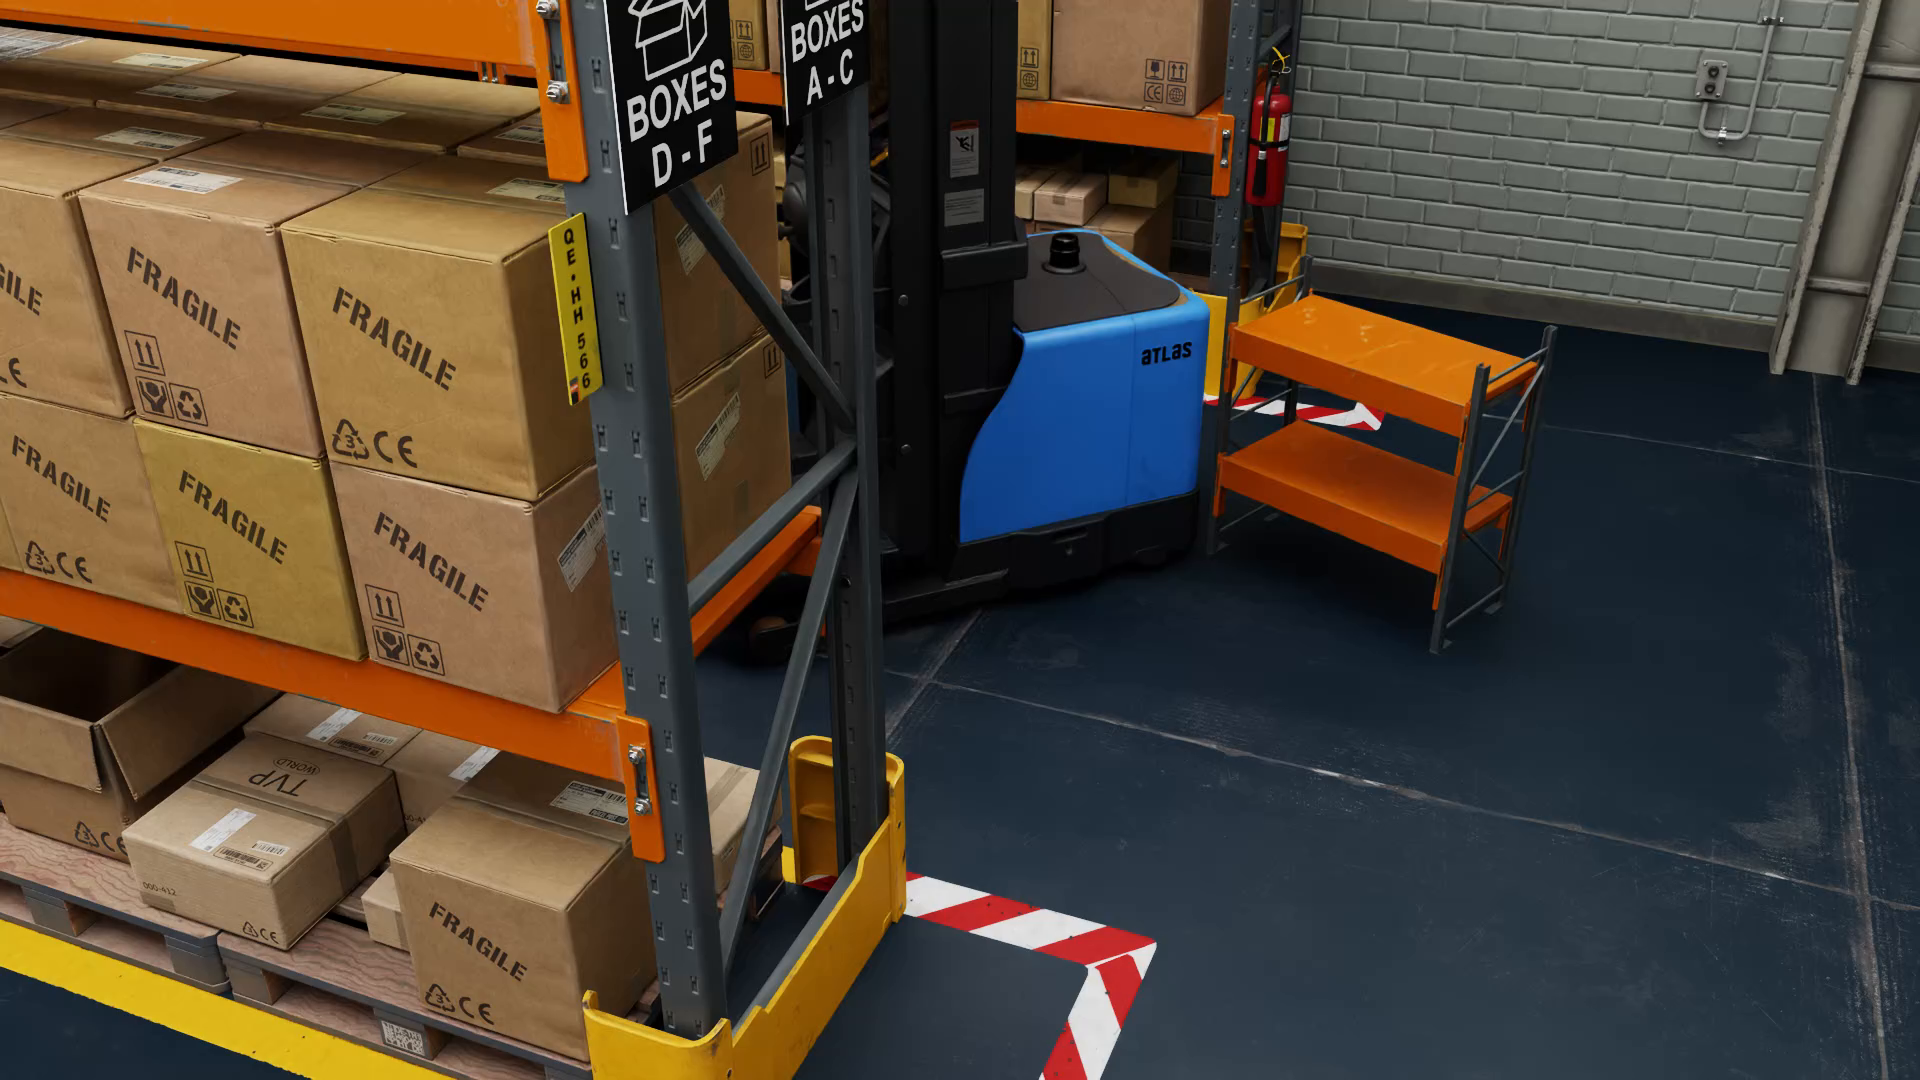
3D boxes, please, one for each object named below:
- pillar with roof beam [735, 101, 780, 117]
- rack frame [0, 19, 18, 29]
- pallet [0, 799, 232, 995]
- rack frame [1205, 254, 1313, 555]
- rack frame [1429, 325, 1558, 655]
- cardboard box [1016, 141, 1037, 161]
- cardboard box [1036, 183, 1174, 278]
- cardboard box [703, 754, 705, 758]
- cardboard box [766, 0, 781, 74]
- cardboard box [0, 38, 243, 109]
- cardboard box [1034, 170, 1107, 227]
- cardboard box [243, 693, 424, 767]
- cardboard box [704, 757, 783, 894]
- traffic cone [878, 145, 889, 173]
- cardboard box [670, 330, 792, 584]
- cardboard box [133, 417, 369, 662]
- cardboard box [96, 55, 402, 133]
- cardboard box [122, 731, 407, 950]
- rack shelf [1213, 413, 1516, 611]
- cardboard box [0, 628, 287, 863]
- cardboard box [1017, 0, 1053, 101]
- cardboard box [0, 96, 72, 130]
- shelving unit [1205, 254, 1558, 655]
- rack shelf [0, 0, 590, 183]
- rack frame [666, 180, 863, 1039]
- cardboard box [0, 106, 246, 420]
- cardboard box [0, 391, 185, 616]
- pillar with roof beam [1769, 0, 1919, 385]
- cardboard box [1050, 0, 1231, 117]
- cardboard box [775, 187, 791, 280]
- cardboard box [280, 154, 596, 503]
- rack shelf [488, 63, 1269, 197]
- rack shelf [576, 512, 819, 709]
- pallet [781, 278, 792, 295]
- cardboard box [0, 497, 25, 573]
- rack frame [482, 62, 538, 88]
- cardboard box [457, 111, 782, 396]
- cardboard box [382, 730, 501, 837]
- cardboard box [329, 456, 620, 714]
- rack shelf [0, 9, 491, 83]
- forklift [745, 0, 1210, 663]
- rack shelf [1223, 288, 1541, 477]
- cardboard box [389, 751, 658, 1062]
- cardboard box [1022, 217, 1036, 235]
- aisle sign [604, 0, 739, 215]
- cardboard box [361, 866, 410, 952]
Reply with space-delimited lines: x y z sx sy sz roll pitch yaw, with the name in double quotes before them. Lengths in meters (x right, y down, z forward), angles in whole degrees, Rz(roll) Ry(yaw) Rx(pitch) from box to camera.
"pillar with roof beam" -2.937 -3.923 4.545 0.400 9.000 9.100 11 31 19
"rack frame" -6.000 -3.747 10.331 0.053 2.616 0.949 11 31 19
"pallet" -2.381 0.817 5.090 1.213 0.211 1.003 11 31 19
"rack frame" 1.171 -0.521 6.528 0.500 1.125 0.032 -26 39 -38
"rack frame" 1.889 -0.166 5.901 0.500 1.125 0.032 -26 39 -38
"cardboard box" 0.218 -1.938 8.584 0.250 0.149 0.380 12 31 20
"cardboard box" 0.728 -1.447 8.376 0.500 0.500 0.700 11 31 19
"cardboard box" -0.935 0.752 4.803 0.250 0.166 0.380 11 31 19
"cardboard box" -0.443 -2.764 8.287 0.700 0.700 0.980 10 31 17
"cardboard box" -2.177 -0.972 4.304 0.500 0.500 0.500 11 31 19
"cardboard box" 0.541 -1.670 8.111 0.250 0.149 0.380 11 31 19
"cardboard box" -1.768 0.581 5.021 0.500 0.250 0.500 11 31 19
"cardboard box" -0.703 0.806 4.726 0.250 0.149 0.380 11 31 19
"traffic cone" -0.212 -0.907 6.154 0.252 1.202 0.259 11 31 19
"cardboard box" -0.757 -0.255 4.052 0.500 0.500 0.500 12 32 20
"cardboard box" -1.444 -0.106 3.788 0.500 0.500 0.500 12 31 20
"cardboard box" -1.706 -0.879 4.138 0.500 0.500 0.500 12 32 20
"cardboard box" -1.910 0.818 4.601 0.500 0.250 0.500 11 31 19
"rack shelf" 1.530 -0.130 6.335 0.538 0.278 1.000 -26 39 -38
"cardboard box" -2.408 0.491 4.923 0.637 0.503 0.797 11 31 19
"cardboard box" 0.260 -2.619 8.030 0.700 0.700 0.980 11 31 19
"cardboard box" -2.387 -0.727 3.870 0.500 0.500 0.500 12 32 21
"shelving unit" 1.530 -0.343 6.214 0.538 1.125 1.048 -26 39 -38
"rack shelf" -2.298 -1.372 3.812 4.000 0.370 1.077 11 31 19
"rack frame" -0.443 -0.011 3.721 0.053 2.616 0.949 11 31 19
"cardboard box" -1.911 -0.632 3.702 0.500 0.500 0.500 12 32 20
"cardboard box" -1.904 -0.201 3.955 0.500 0.500 0.500 12 31 20
"pillar with roof beam" 2.623 -2.812 2.581 0.400 9.000 9.100 11 31 19
"cardboard box" 0.938 -2.489 7.801 0.700 0.700 0.980 13 32 21
"cardboard box" -0.699 -1.728 8.872 0.500 0.500 0.700 12 32 20
"cardboard box" -0.960 -0.445 3.372 0.500 0.500 0.500 11 31 19
"rack shelf" -0.439 -2.326 8.547 4.000 0.370 1.077 11 31 19
"rack shelf" -2.298 -0.151 4.502 3.809 0.124 0.919 11 31 19
"pallet" -0.482 -1.394 9.001 1.213 0.211 1.003 11 31 19
"cardboard box" -2.371 -0.294 4.120 0.500 0.500 0.500 11 31 18
"rack frame" -2.292 -3.009 9.025 0.127 3.000 1.000 11 31 19
"cardboard box" -0.757 -0.691 3.806 0.500 0.500 0.500 12 32 21
"cardboard box" -1.305 0.674 4.857 0.500 0.250 0.500 11 31 19
"cardboard box" -0.962 -0.012 3.621 0.500 0.500 0.500 12 32 21
"rack shelf" -4.145 -3.066 9.856 4.000 0.370 1.077 11 31 19
"forklift" -0.622 -1.131 5.772 3.031 2.935 1.130 -12 32 -21
"rack shelf" 1.530 -0.598 6.070 0.538 0.278 1.000 -26 39 -38
"cardboard box" -1.041 0.899 4.204 0.500 0.500 0.500 11 31 19
"cardboard box" 0.265 -1.540 8.540 0.500 0.500 0.700 11 31 19
"aisle sign" -0.496 -0.989 2.809 0.004 0.787 0.394 11 31 19
"cardboard box" -1.382 0.928 4.492 0.250 0.166 0.380 11 31 19
